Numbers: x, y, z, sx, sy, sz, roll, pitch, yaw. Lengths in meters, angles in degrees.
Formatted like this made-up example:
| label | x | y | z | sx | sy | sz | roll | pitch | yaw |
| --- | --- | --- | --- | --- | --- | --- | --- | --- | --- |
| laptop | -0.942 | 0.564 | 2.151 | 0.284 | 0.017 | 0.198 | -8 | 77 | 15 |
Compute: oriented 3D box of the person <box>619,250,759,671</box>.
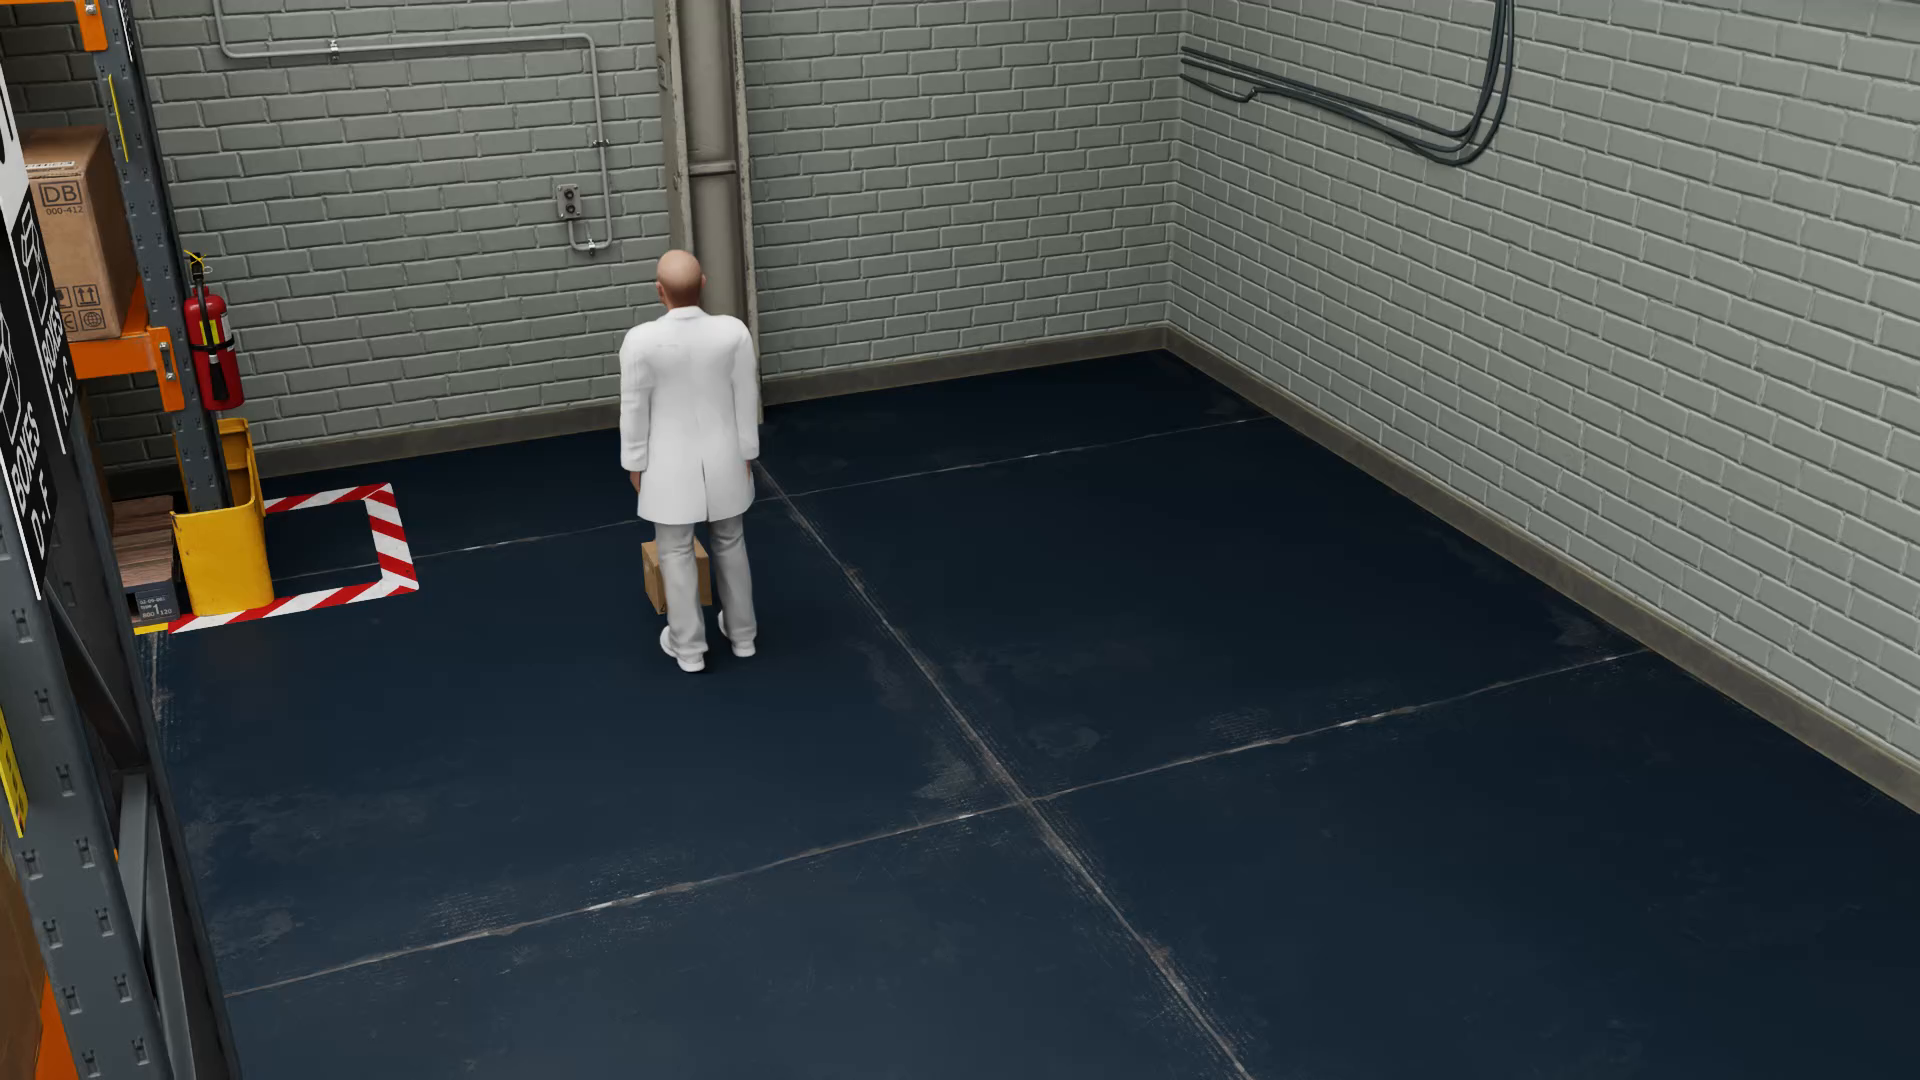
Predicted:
| label | x | y | z | sx | sy | sz | roll | pitch | yaw |
| --- | --- | --- | --- | --- | --- | --- | --- | --- | --- |
| person | -1.109 | -0.331 | 6.822 | 0.564 | 1.777 | 0.422 | -10 | 27 | -19 |
